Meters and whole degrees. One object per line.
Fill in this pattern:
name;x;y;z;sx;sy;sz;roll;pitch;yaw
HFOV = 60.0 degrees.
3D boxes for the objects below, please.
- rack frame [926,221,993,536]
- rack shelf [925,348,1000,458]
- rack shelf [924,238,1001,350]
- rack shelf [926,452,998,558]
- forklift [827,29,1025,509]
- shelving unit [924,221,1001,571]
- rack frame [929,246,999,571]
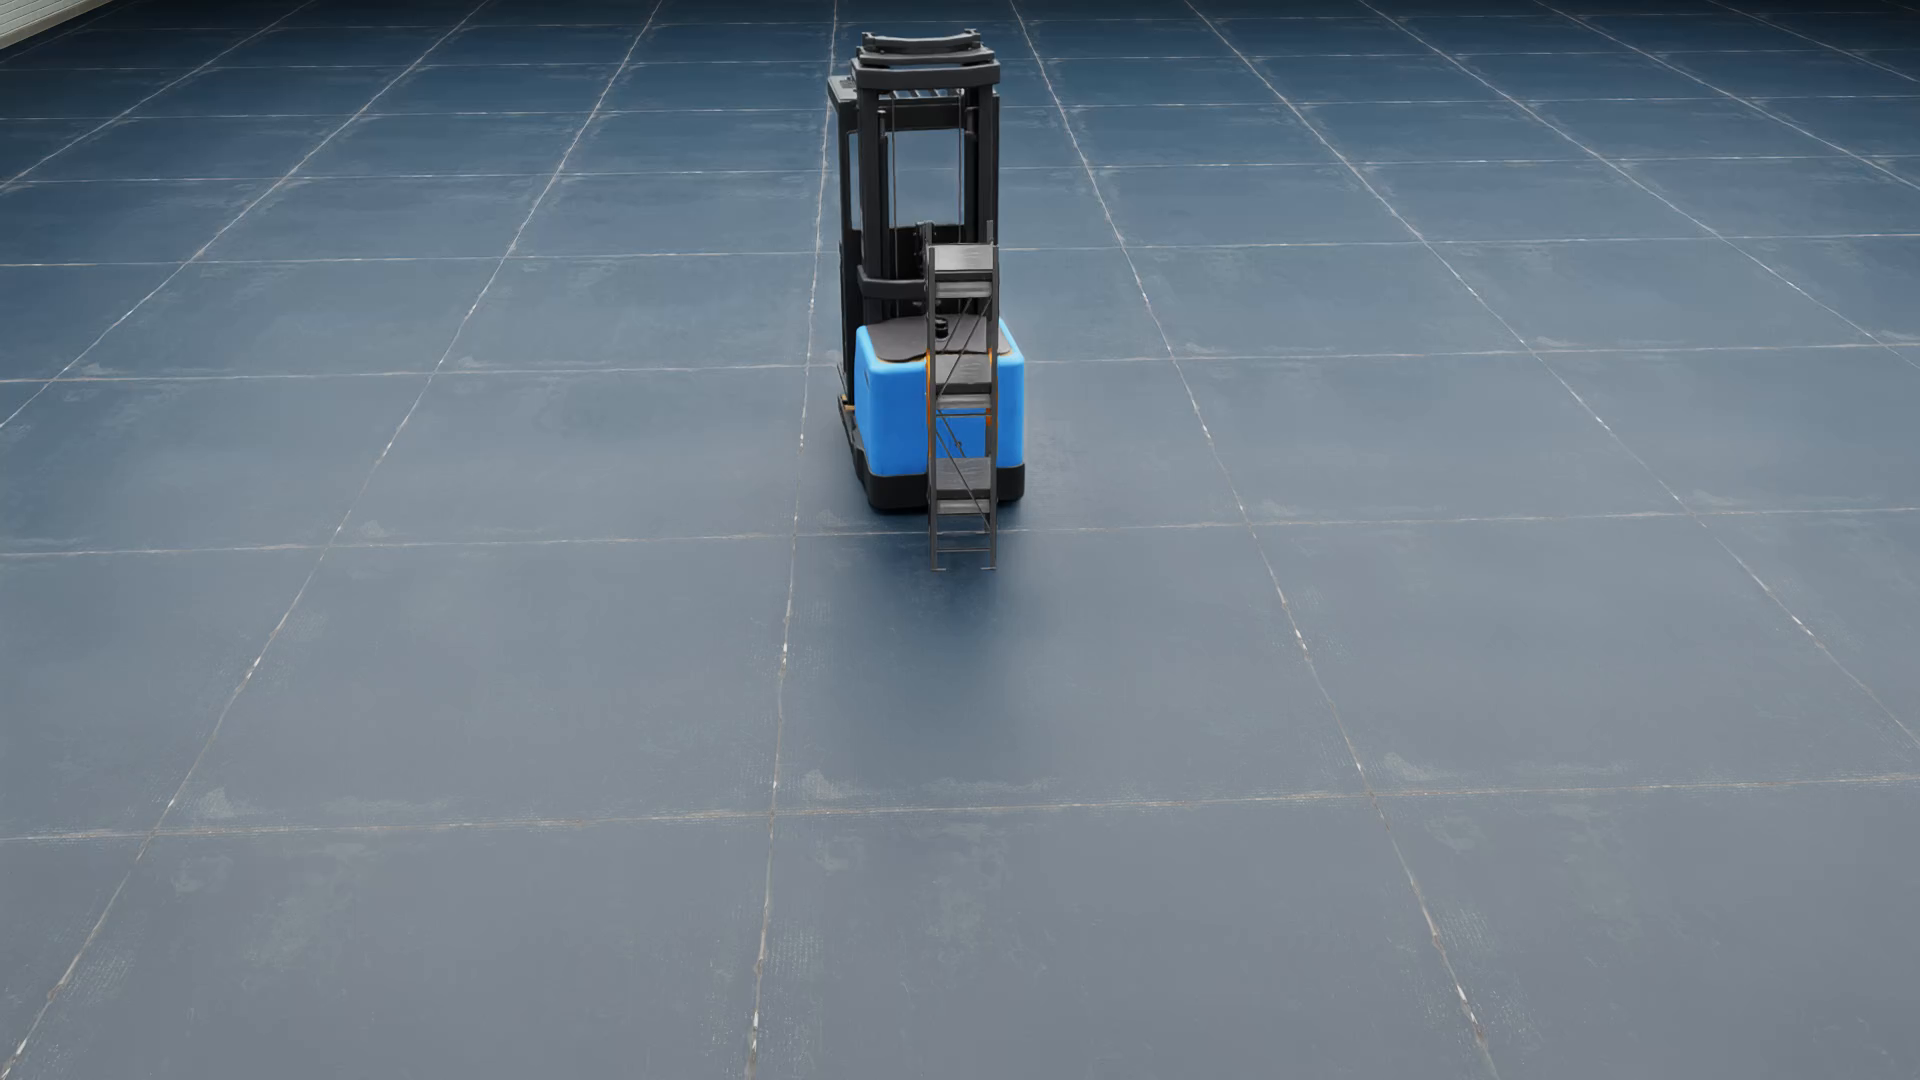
rack frame;-0.004;-0.967;10.396;0.400;2.100;0.015;-1;28;-3
rack shelf;0.009;-0.842;10.186;0.431;0.518;0.480;-1;28;-3
rack shelf;0.009;-1.463;9.863;0.431;0.518;0.480;-1;28;-3
rack shelf;0.009;-0.222;10.510;0.431;0.518;0.480;-1;28;-3
forklift;-0.320;-2.164;11.792;1.130;2.935;3.031;-5;28;-9
shelving unit;0.009;-0.855;10.180;0.431;2.100;0.503;-1;28;-3
rack frame;0.021;-0.742;9.964;0.400;2.100;0.015;-1;28;-3
